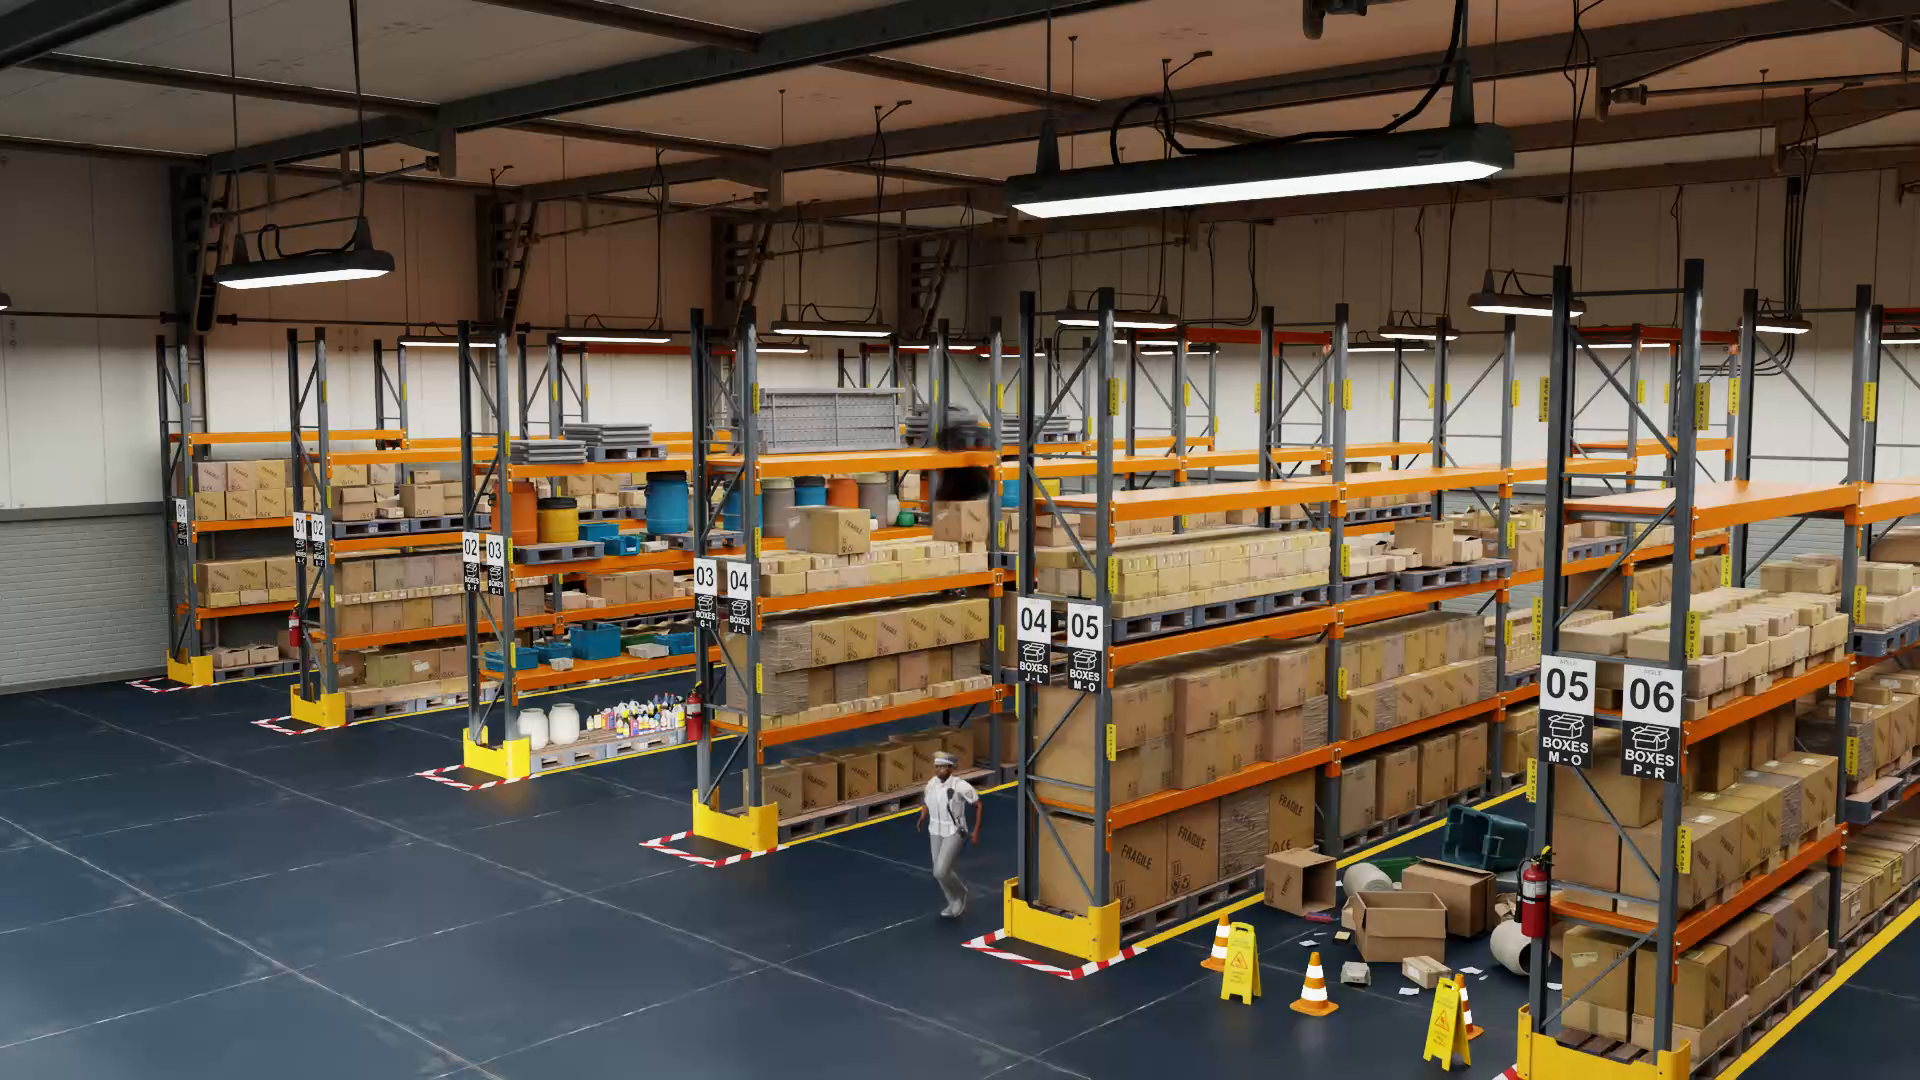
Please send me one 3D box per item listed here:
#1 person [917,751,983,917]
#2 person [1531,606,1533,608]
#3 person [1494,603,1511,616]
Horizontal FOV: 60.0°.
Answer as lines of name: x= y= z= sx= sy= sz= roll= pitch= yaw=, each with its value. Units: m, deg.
person: x=-0.138 y=2.843 z=16.002 sx=0.603 sy=1.654 sz=0.608 roll=4 pitch=7 yaw=35
person: x=9.257 y=1.852 z=26.801 sx=0.595 sy=1.612 sz=0.574 roll=4 pitch=7 yaw=35
person: x=8.449 y=1.864 z=25.837 sx=0.945 sy=1.832 sz=0.672 roll=-5 pitch=7 yaw=-43
